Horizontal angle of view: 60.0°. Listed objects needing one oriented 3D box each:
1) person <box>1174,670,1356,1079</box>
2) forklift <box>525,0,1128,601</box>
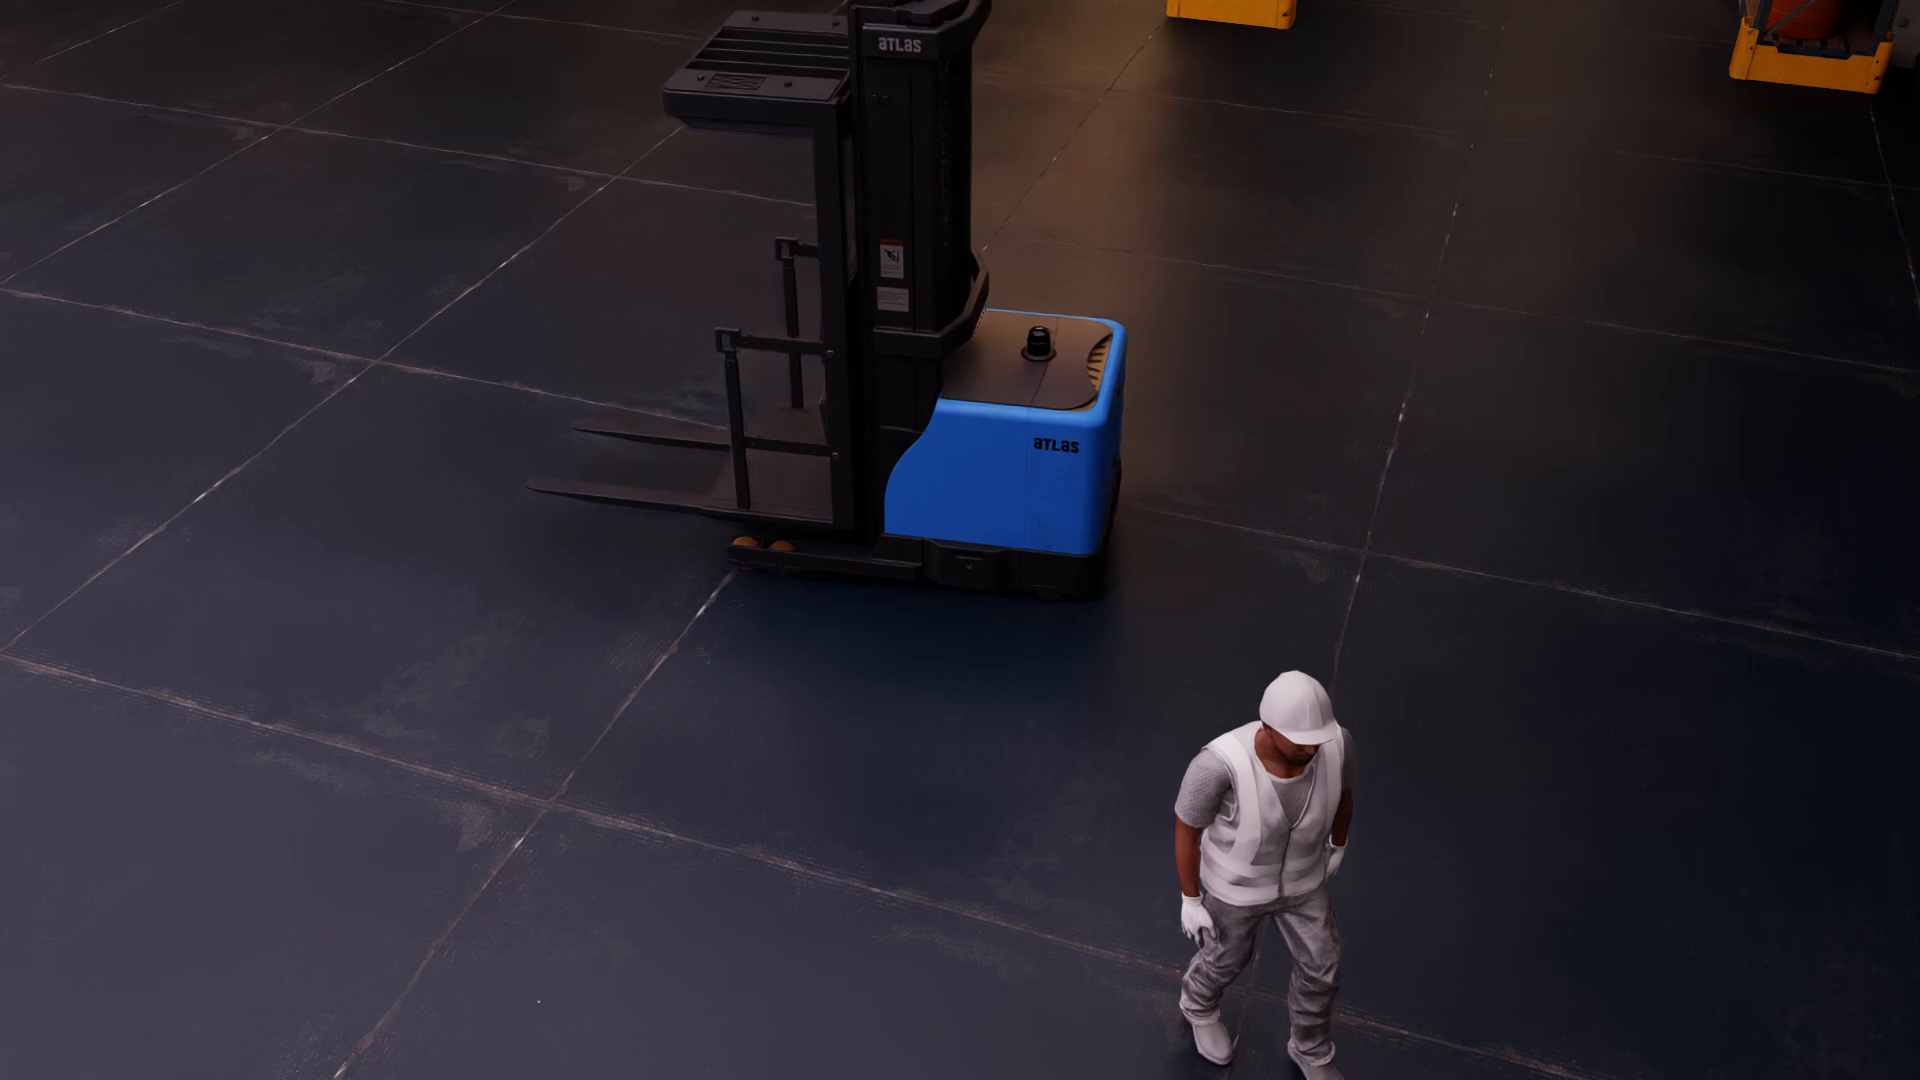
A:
[{"bbox_3d":[1.029,1.172,5.512,0.650,1.815,0.555,-9,36,-12],"label":"person"},{"bbox_3d":[-0.716,-1.315,7.966,3.031,2.935,1.130,6,36,9],"label":"forklift"}]
